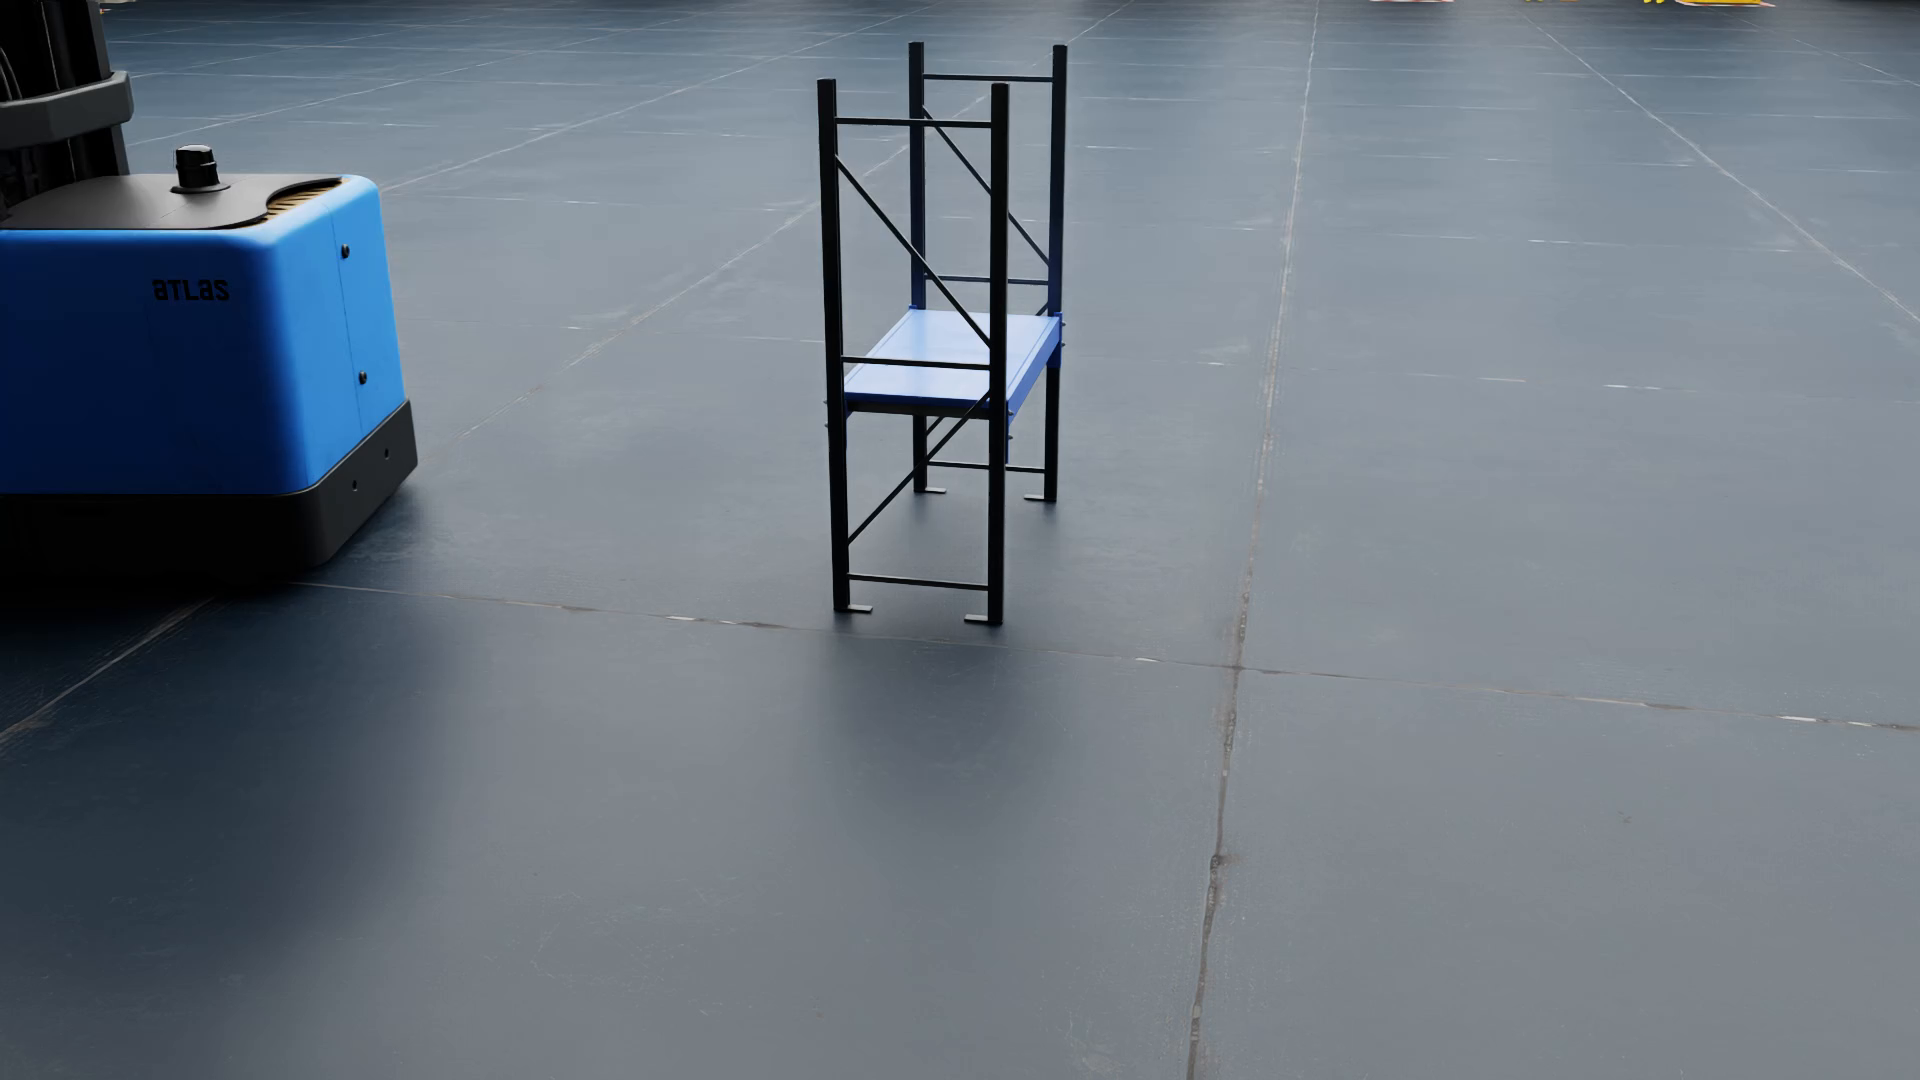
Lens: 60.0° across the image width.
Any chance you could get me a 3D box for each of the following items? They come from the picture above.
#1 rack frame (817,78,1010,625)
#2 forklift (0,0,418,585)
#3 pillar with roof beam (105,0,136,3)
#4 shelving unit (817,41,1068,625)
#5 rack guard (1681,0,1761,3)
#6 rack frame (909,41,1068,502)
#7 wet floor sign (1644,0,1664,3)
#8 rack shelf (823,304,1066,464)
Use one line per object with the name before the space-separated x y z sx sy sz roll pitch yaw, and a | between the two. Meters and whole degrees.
rack frame | -0.121 -0.479 4.534 0.500 1.500 0.032 4 22 11
forklift | -3.412 -1.398 4.902 3.031 2.935 1.130 0 22 1
pillar with roof beam | -9.530 -12.643 24.700 9.100 9.000 0.400 4 22 11
shelving unit | -0.017 -0.664 4.996 0.538 1.500 1.048 4 22 11
rack guard | 12.448 -9.041 27.132 1.175 0.500 0.348 4 22 11
rack frame | 0.086 -0.850 5.458 0.500 1.500 0.032 4 22 11
wet floor sign | 11.347 -9.092 27.066 0.267 0.644 0.232 13 25 29
rack shelf | -0.017 -0.498 5.063 0.538 0.185 1.000 4 22 11
